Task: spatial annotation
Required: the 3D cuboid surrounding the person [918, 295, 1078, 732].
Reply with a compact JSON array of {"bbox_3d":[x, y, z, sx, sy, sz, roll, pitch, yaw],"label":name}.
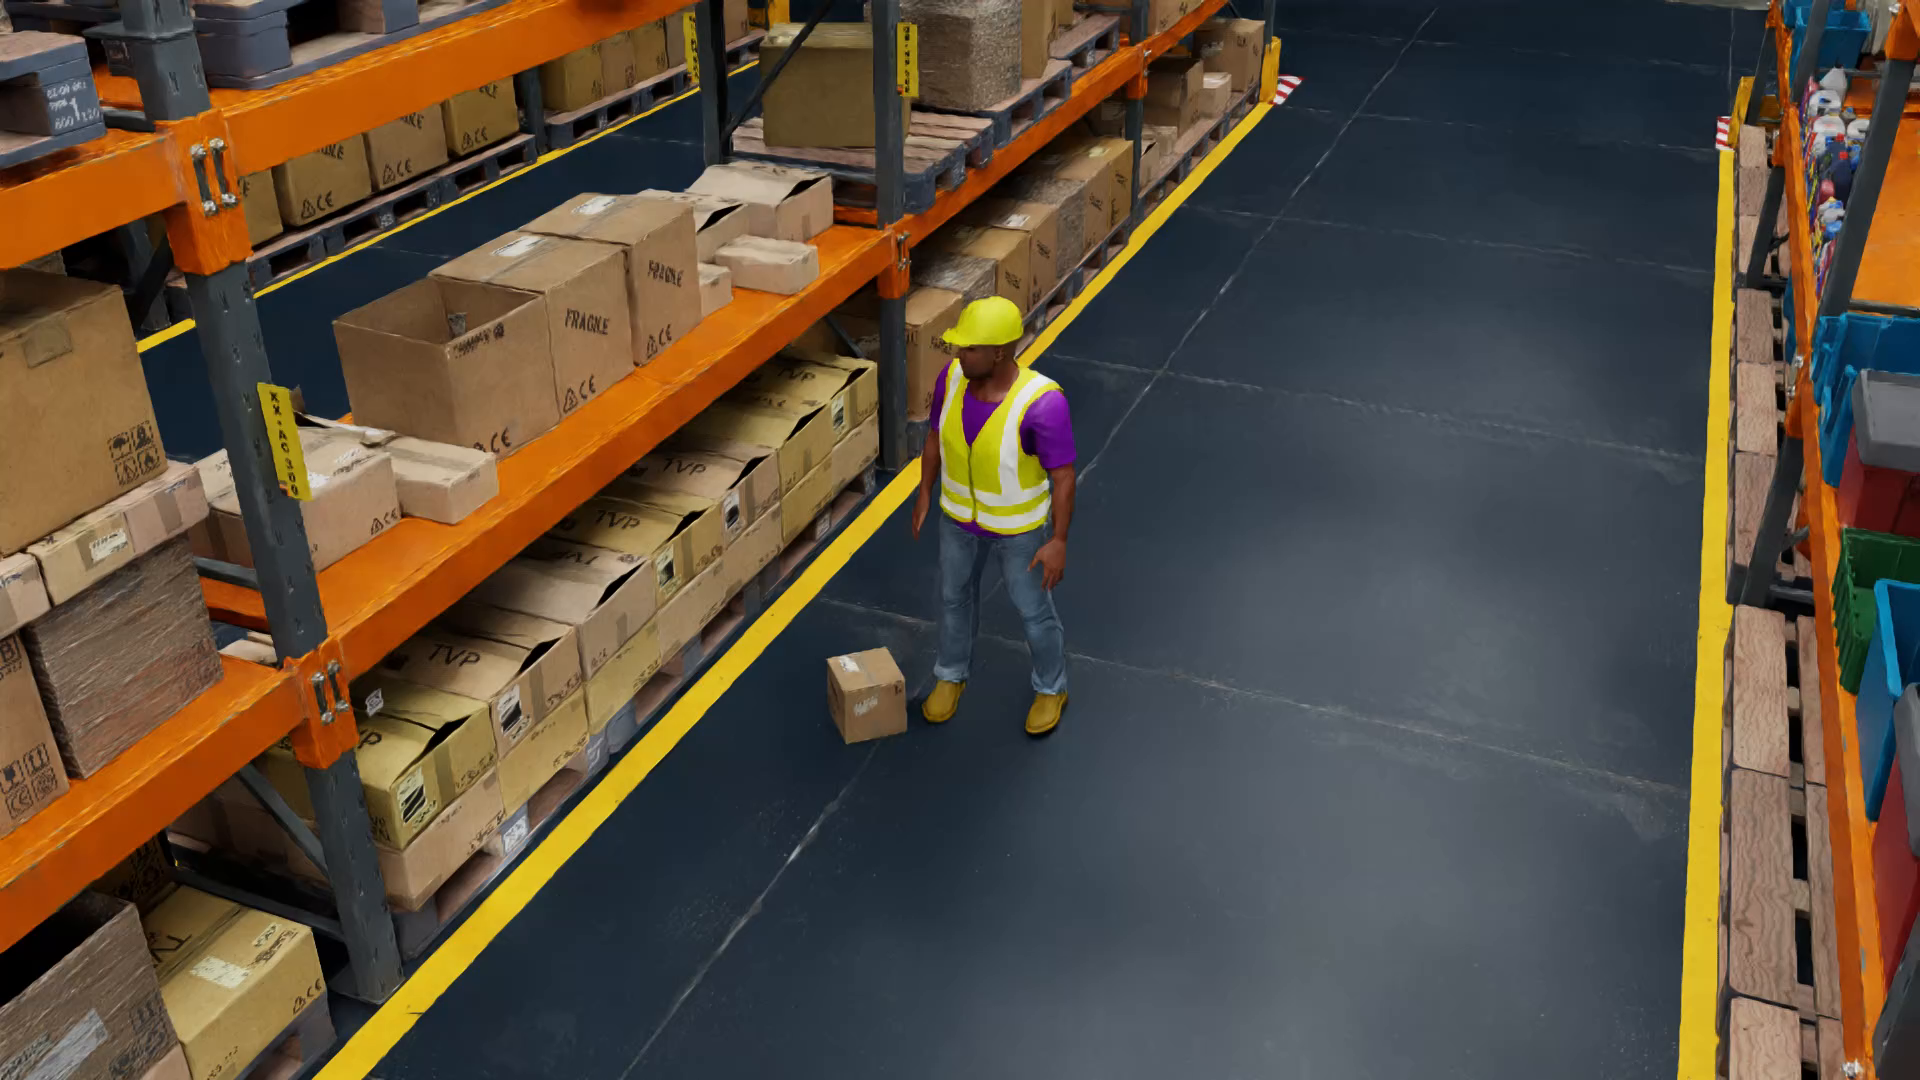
[{"bbox_3d":[0.156,-0.093,6.252,0.677,1.771,0.440,17,34,28],"label":"person"}]
